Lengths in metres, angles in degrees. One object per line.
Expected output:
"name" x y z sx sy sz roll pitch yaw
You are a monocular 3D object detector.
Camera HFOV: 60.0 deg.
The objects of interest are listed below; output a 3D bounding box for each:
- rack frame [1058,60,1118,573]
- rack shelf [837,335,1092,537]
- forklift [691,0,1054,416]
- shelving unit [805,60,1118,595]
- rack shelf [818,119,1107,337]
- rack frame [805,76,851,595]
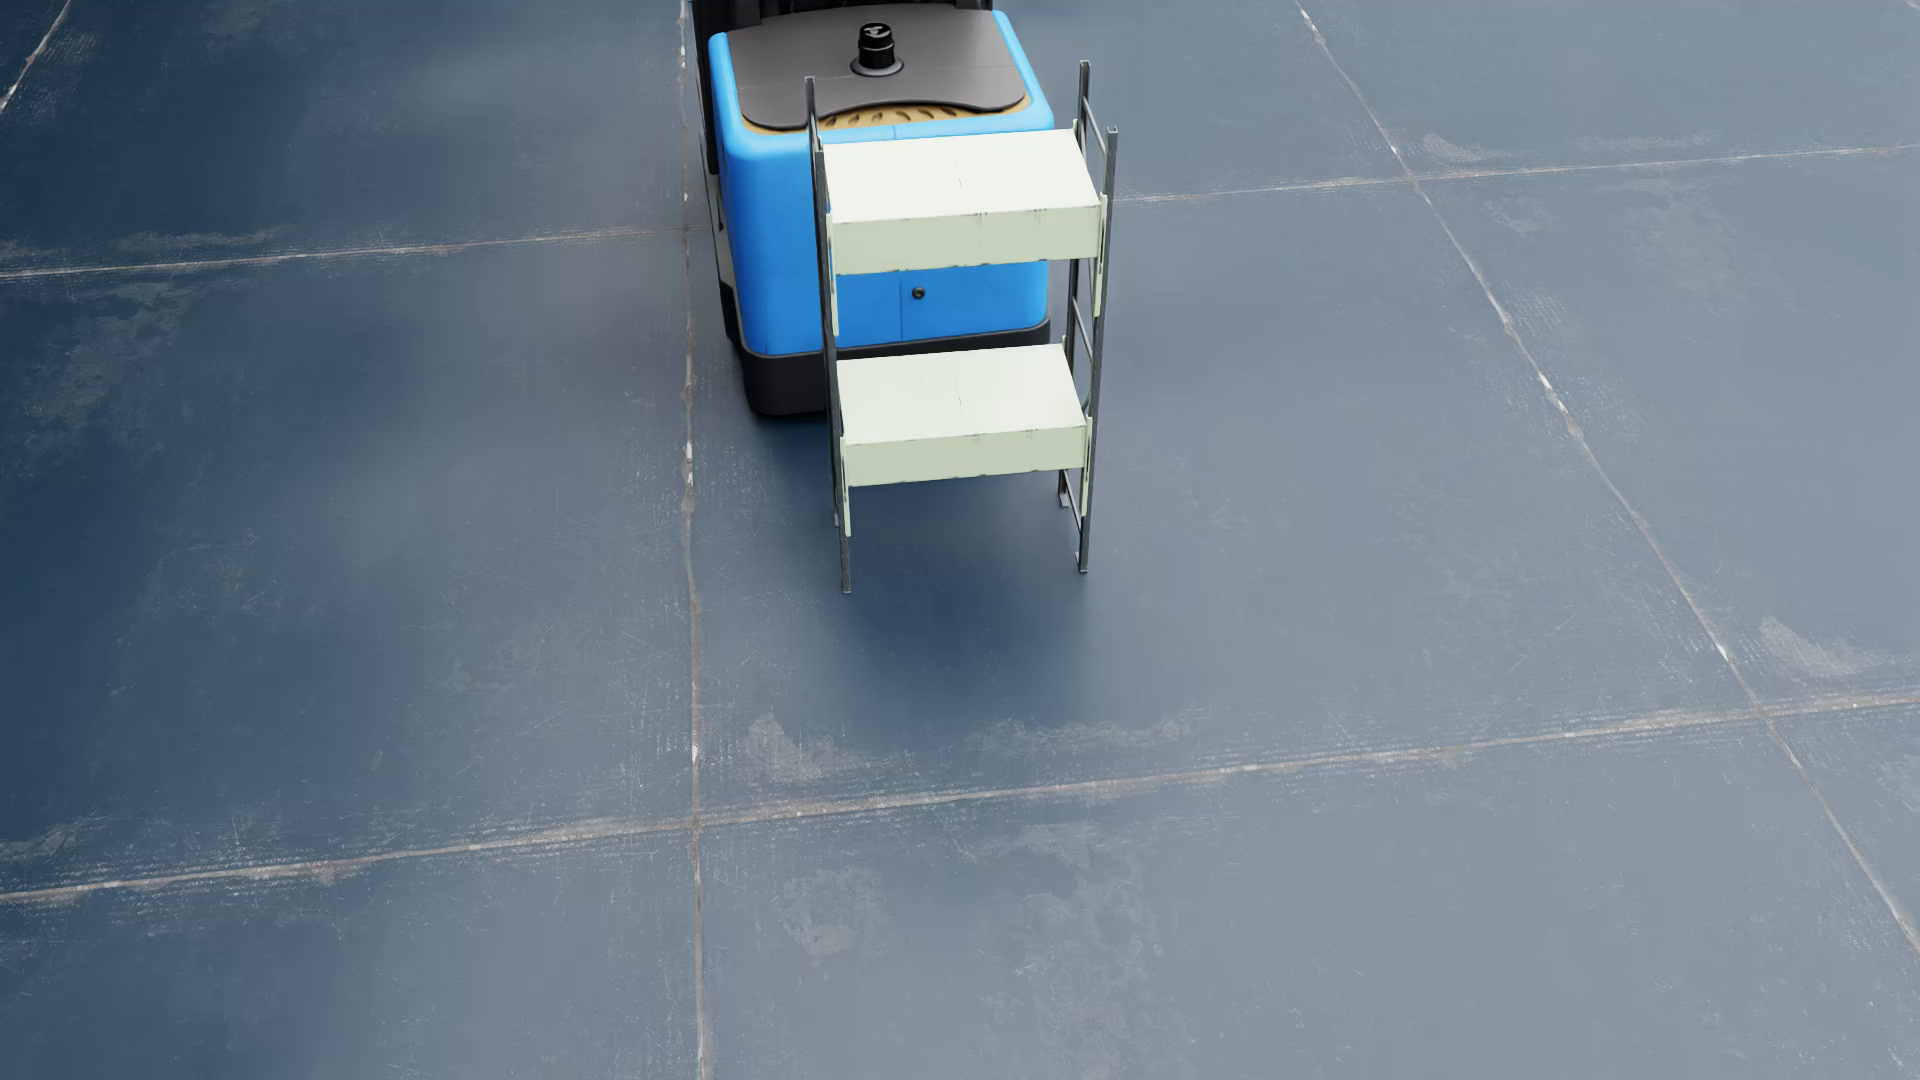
"rack frame" 0.356 -0.588 4.782 0.023 1.500 0.400 -5 42 -6
"rack shelf" -0.007 -0.314 4.965 0.720 0.370 0.431 -5 42 -6
"forklift" -0.469 -2.503 5.837 1.130 2.935 3.031 -7 43 -8
"shelving unit" -0.007 -0.556 4.747 0.755 1.500 0.431 -5 42 -6
"rack shelf" -0.007 -0.846 4.486 0.720 0.370 0.431 -5 42 -6
"rack frame" -0.370 -0.525 4.712 0.023 1.500 0.400 -5 42 -6
